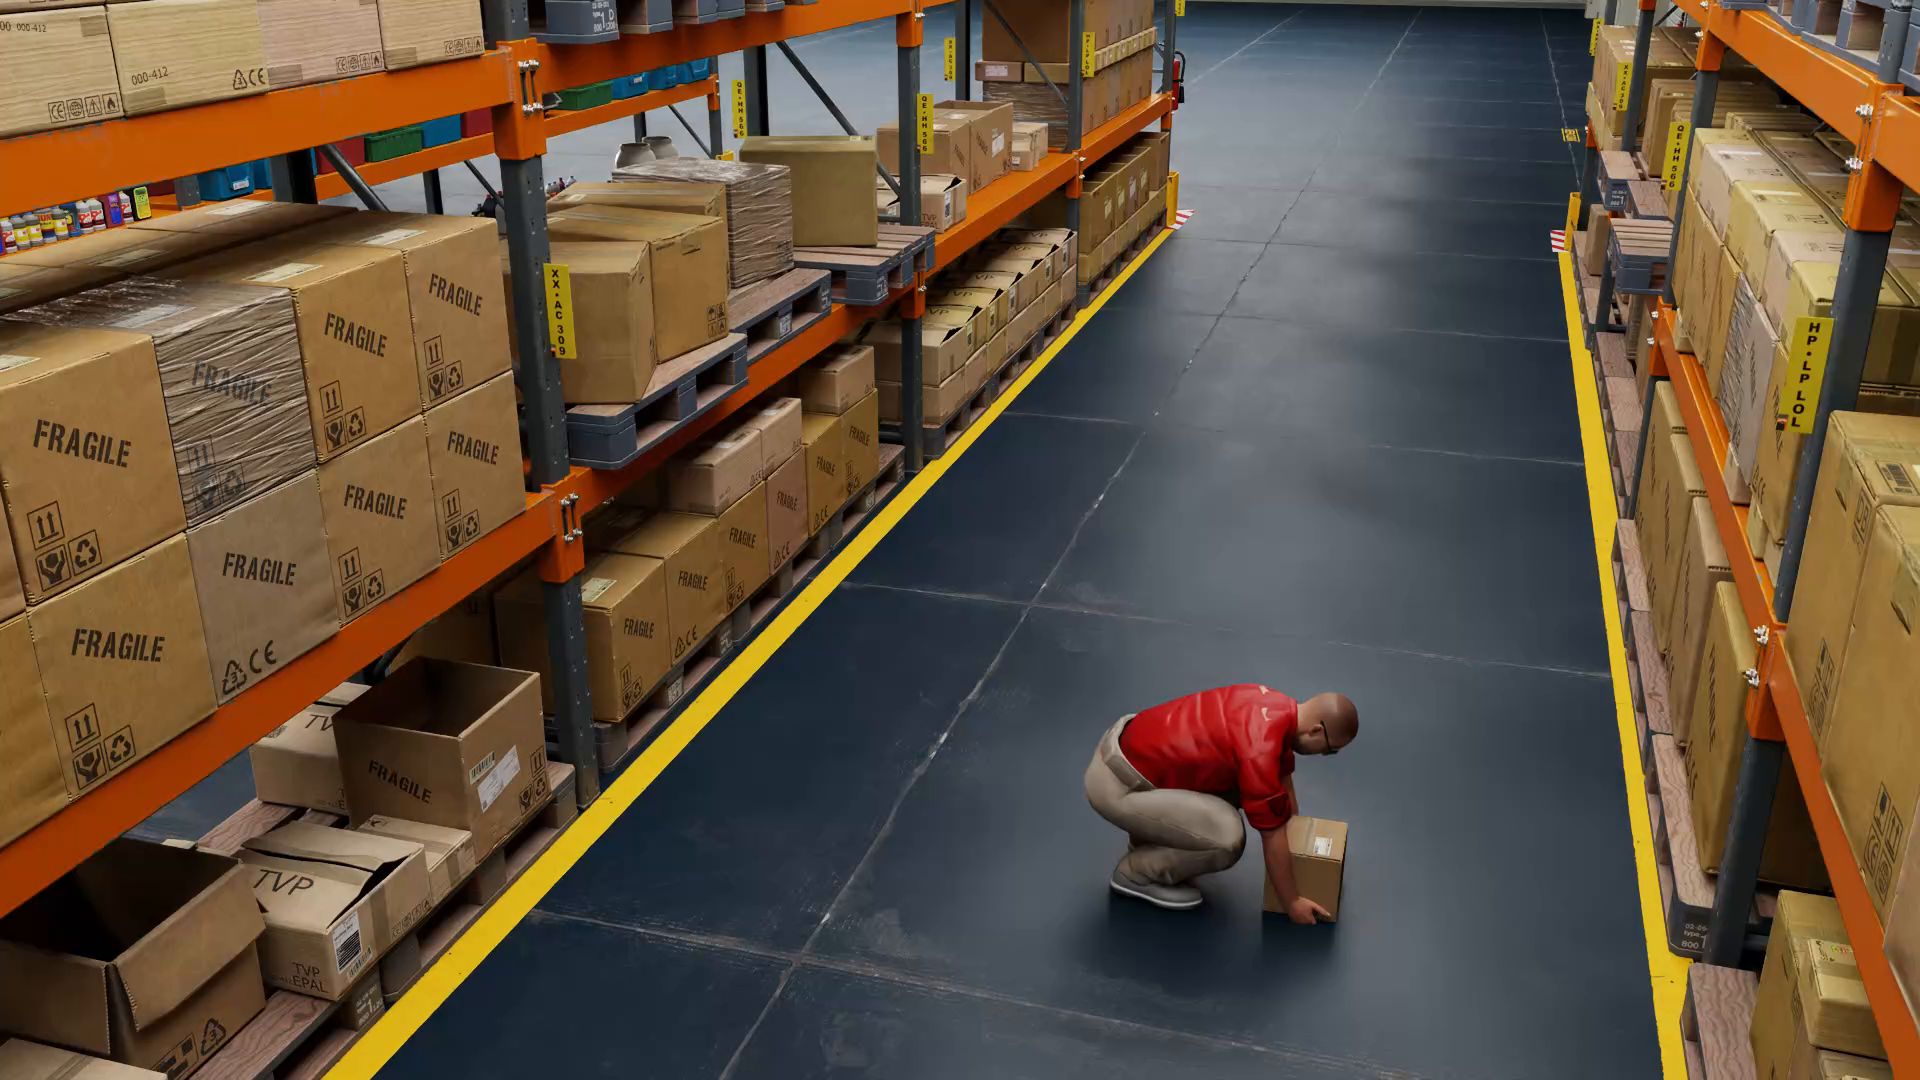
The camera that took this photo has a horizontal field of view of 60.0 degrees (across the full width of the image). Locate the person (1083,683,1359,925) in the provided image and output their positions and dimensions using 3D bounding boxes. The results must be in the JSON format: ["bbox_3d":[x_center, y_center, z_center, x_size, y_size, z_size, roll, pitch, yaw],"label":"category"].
[{"bbox_3d":[0.891,0.891,5.773,0.902,0.849,0.541,6,23,15],"label":"person"}]
